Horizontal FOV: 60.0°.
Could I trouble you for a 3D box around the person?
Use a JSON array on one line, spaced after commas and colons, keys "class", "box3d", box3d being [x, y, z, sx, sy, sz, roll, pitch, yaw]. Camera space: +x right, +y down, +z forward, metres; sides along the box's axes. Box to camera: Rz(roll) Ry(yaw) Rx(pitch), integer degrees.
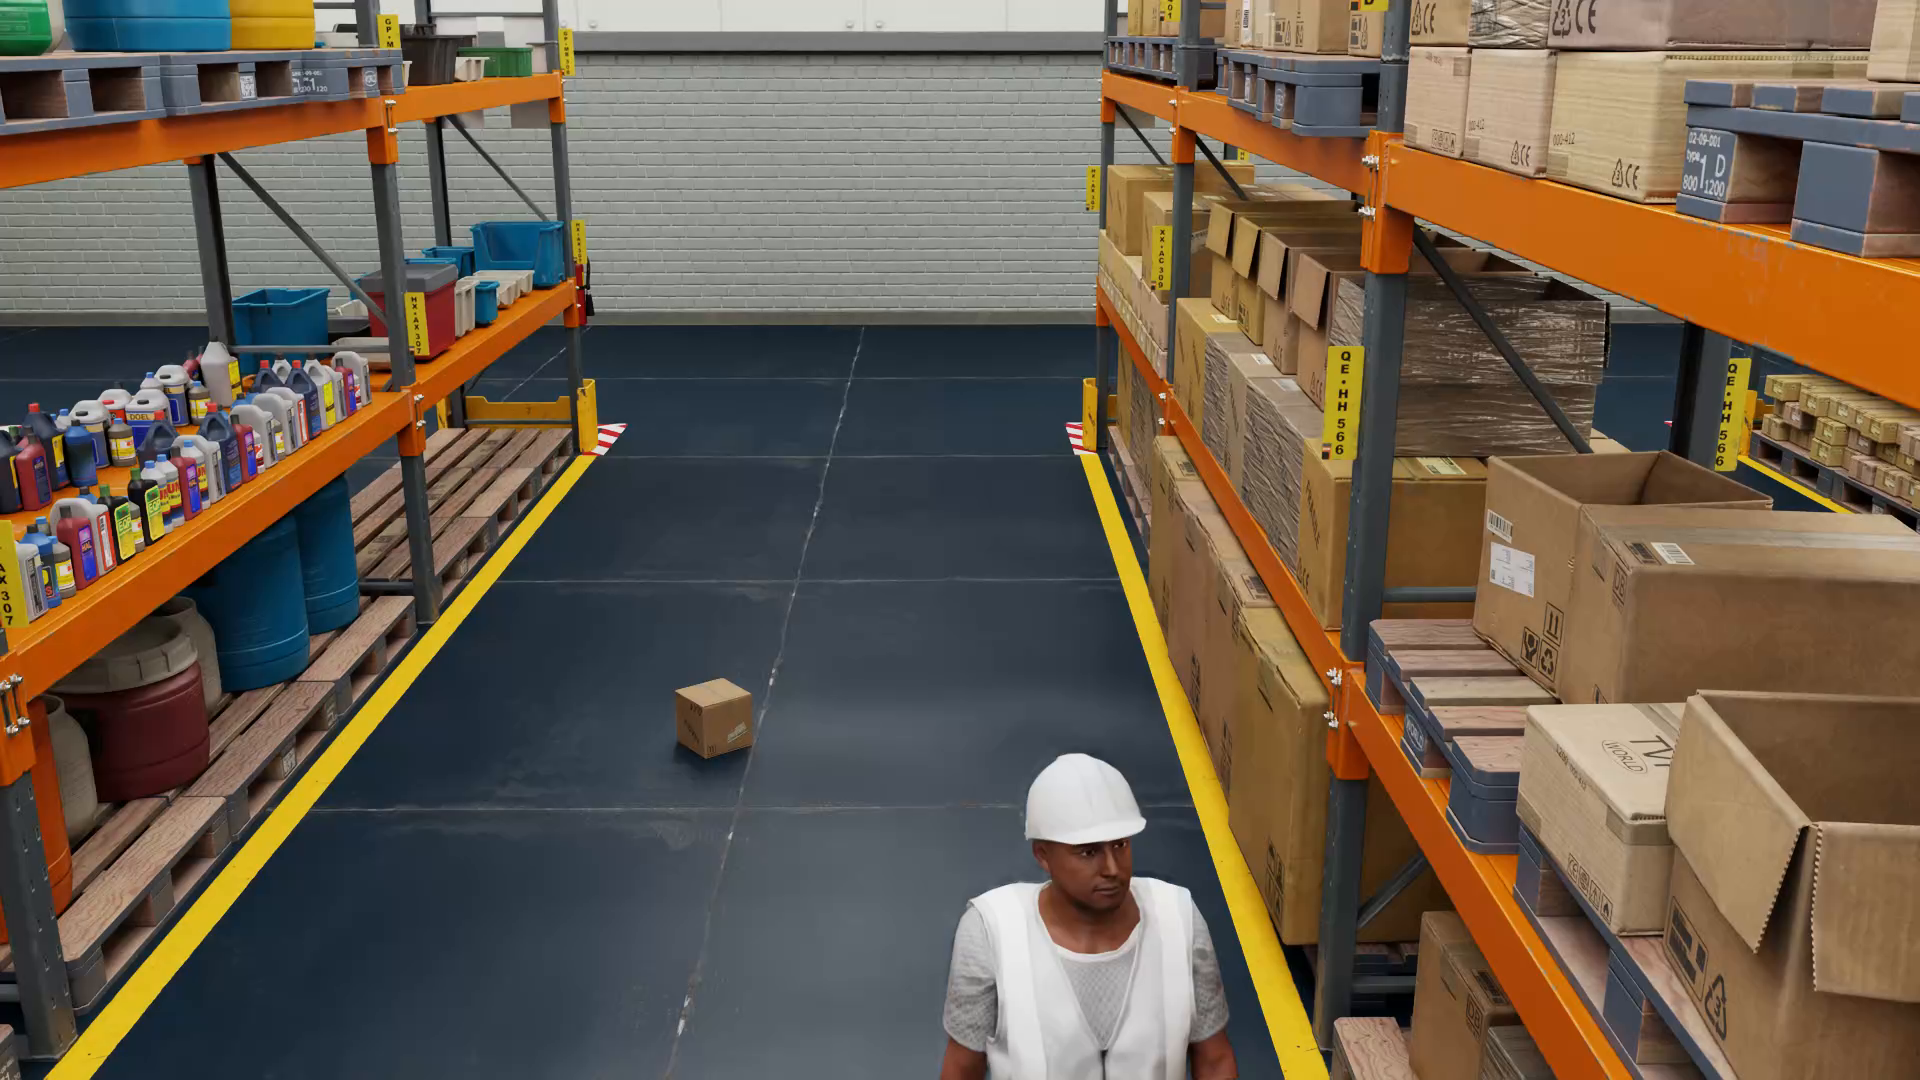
[{"class": "person", "box3d": [0.260, 1.317, 3.243, 0.602, 1.847, 0.626, -3, 17, -11]}]
